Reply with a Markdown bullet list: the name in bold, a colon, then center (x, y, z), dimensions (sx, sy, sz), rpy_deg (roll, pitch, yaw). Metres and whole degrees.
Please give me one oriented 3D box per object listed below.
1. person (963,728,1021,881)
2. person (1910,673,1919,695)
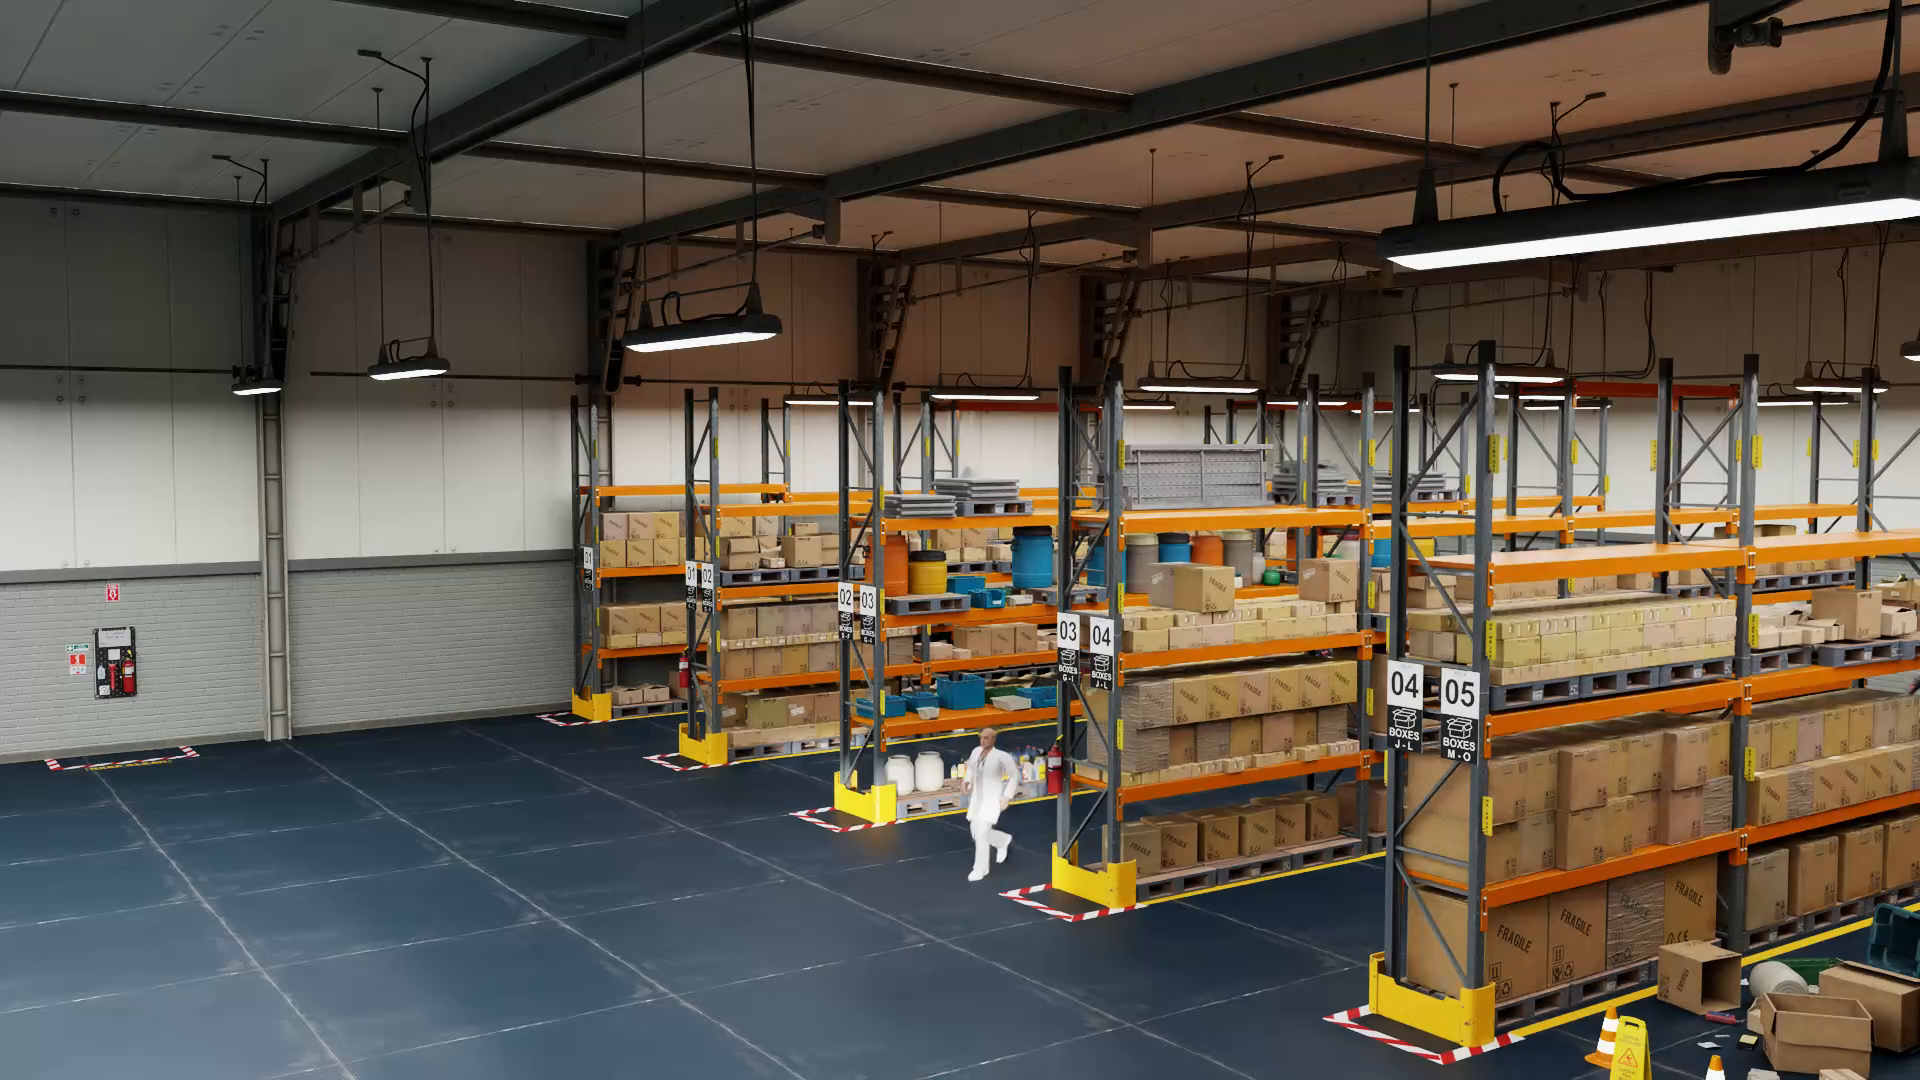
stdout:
- **person**: center (0.351, 3.115, 19.783), dimensions (0.751, 1.770, 0.801), rpy_deg (3, 5, 43)
- **person**: center (15.504, 2.681, 26.419), dimensions (0.716, 1.755, 0.886), rpy_deg (2, 4, 27)
